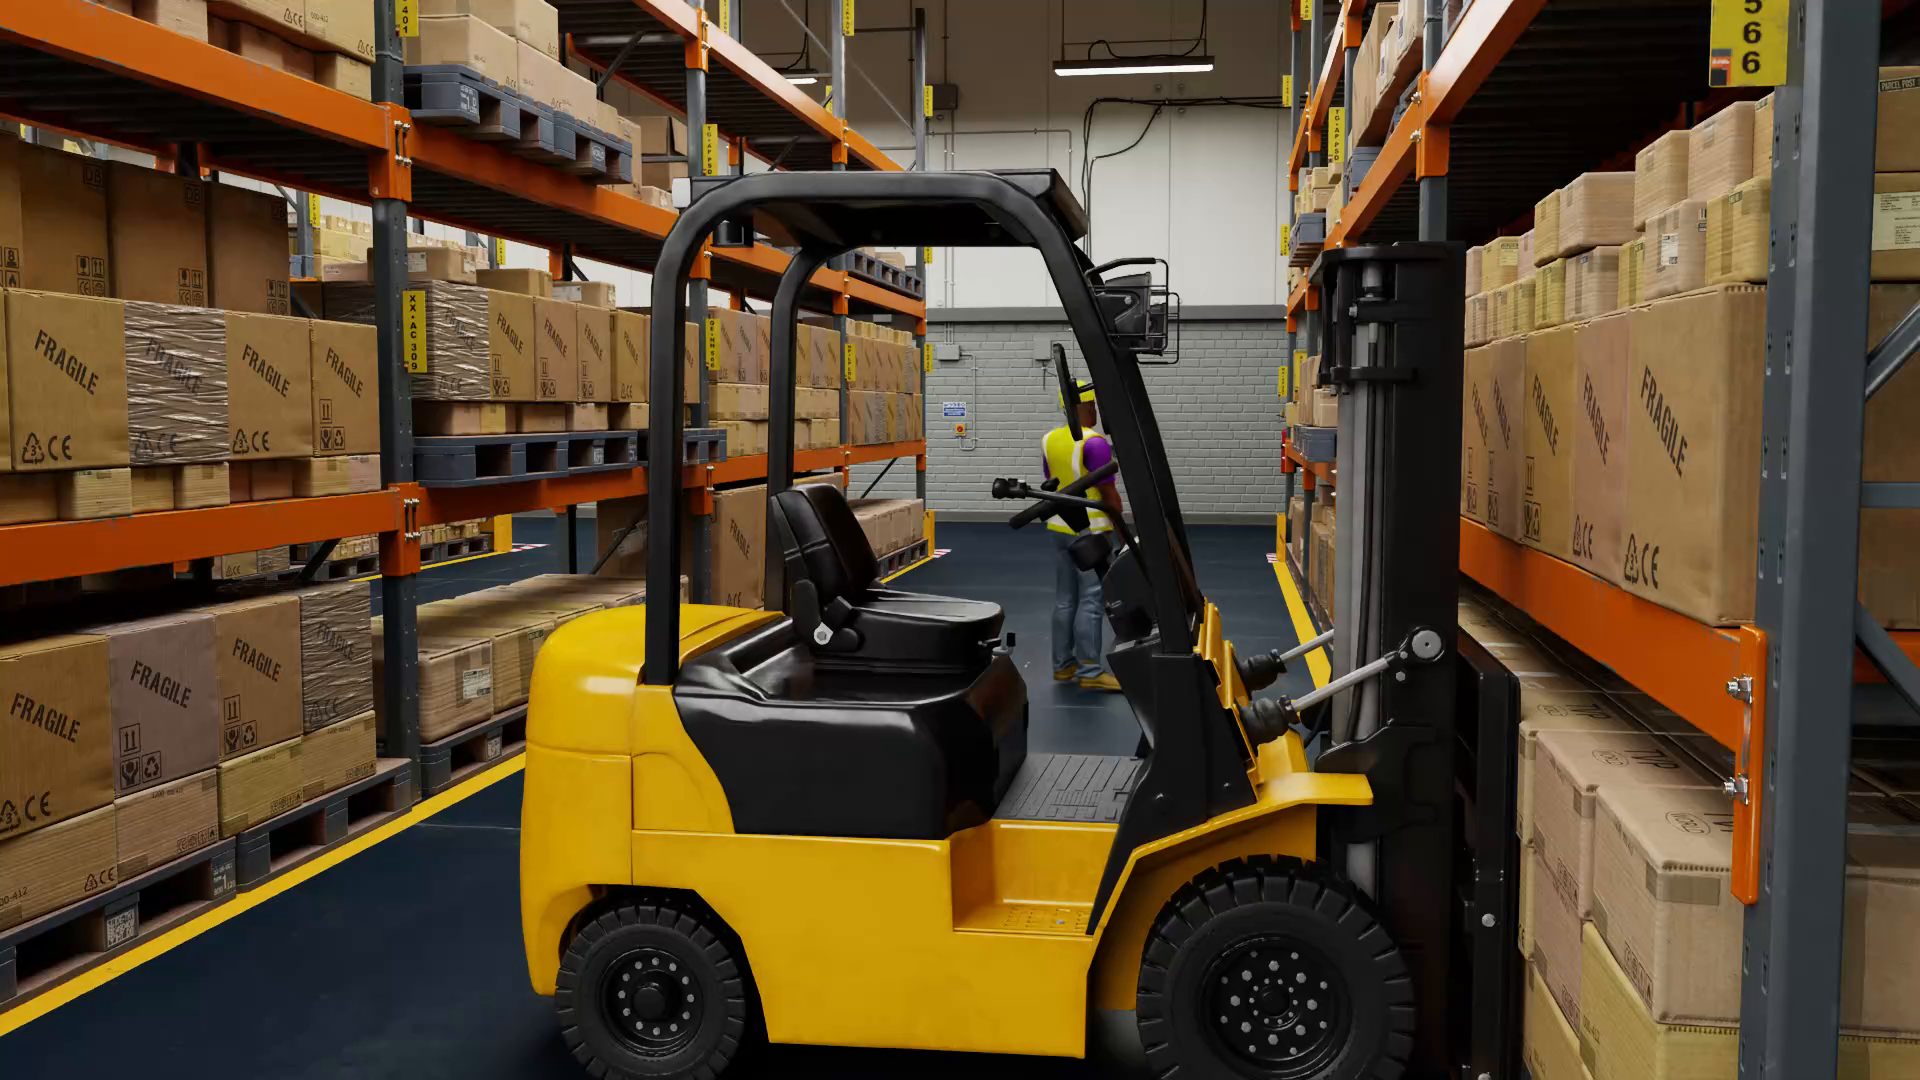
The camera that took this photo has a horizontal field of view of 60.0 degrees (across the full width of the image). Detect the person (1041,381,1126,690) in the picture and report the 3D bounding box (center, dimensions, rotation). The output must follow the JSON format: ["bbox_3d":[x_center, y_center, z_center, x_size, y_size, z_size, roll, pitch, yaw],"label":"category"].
[{"bbox_3d":[0.731,-0.040,9.711,0.414,1.775,0.615,-3,5,-33],"label":"person"}]
